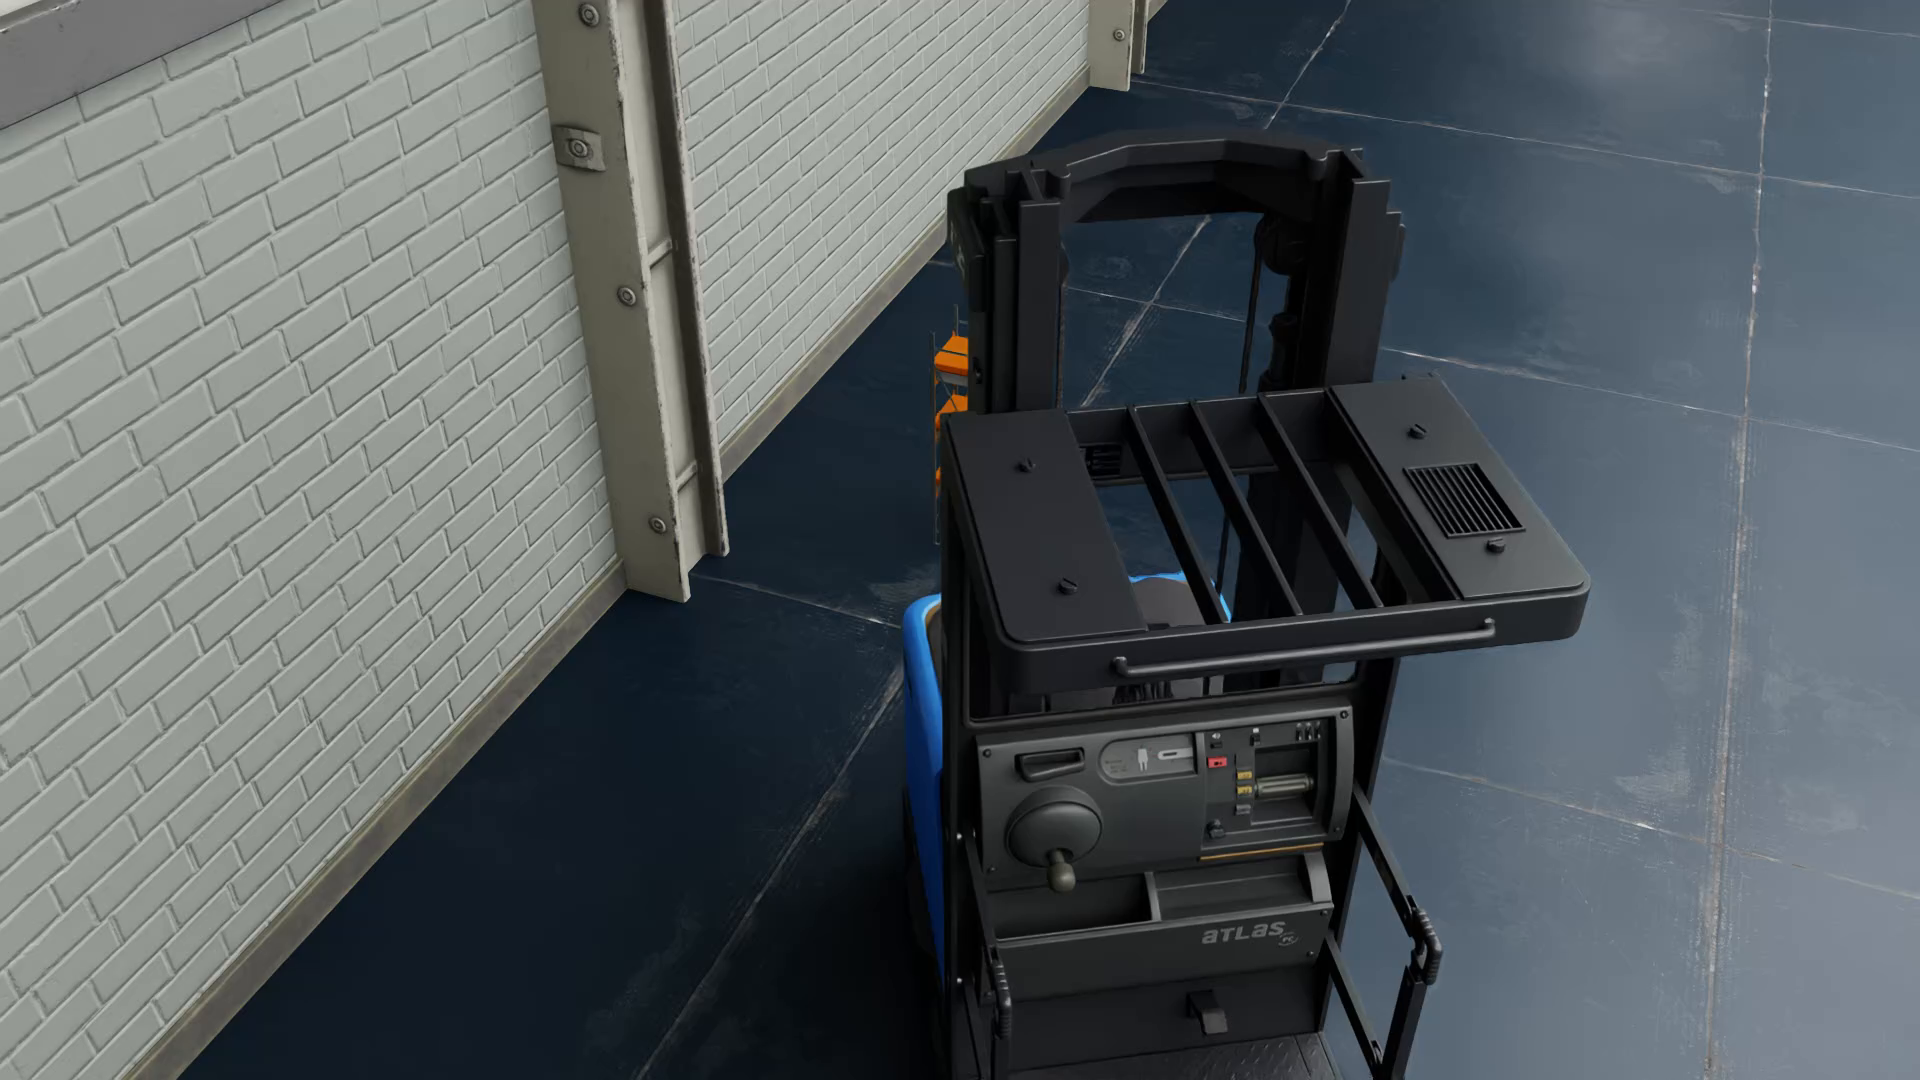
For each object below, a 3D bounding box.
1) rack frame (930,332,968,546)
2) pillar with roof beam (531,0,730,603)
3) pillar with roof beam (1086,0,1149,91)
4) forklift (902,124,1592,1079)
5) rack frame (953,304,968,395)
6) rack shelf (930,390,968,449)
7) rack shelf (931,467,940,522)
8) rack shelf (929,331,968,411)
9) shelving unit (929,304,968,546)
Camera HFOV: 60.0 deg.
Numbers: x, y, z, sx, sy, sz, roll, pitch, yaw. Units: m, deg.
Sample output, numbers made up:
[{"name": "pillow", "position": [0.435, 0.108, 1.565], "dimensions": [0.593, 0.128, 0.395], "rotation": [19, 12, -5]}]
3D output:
[{"name": "rack frame", "position": [-0.026, -0.383, 6.885], "dimensions": [0.200, 1.050, 0.008], "rotation": [14, 39, 18]}, {"name": "pillar with roof beam", "position": [2.770, -2.506, 3.087], "dimensions": [9.100, 9.000, 0.400], "rotation": [14, 39, 18]}, {"name": "pillar with roof beam", "position": [5.053, -5.828, 7.531], "dimensions": [9.100, 9.000, 0.400], "rotation": [14, 39, 18]}, {"name": "forklift", "position": [0.539, 0.690, 3.879], "dimensions": [1.130, 2.935, 3.031], "rotation": [-5, 37, -7]}, {"name": "rack frame", "position": [0.067, -0.518, 7.066], "dimensions": [0.200, 1.050, 0.008], "rotation": [14, 39, 18]}, {"name": "rack shelf", "position": [0.020, -0.442, 6.982], "dimensions": [0.215, 0.259, 0.240], "rotation": [14, 39, 18]}, {"name": "rack shelf", "position": [0.020, -0.219, 7.148], "dimensions": [0.215, 0.259, 0.240], "rotation": [14, 39, 18]}, {"name": "rack shelf", "position": [0.020, -0.669, 6.812], "dimensions": [0.215, 0.259, 0.240], "rotation": [14, 39, 18]}, {"name": "shelving unit", "position": [0.020, -0.450, 6.975], "dimensions": [0.215, 1.050, 0.252], "rotation": [14, 39, 18]}]
